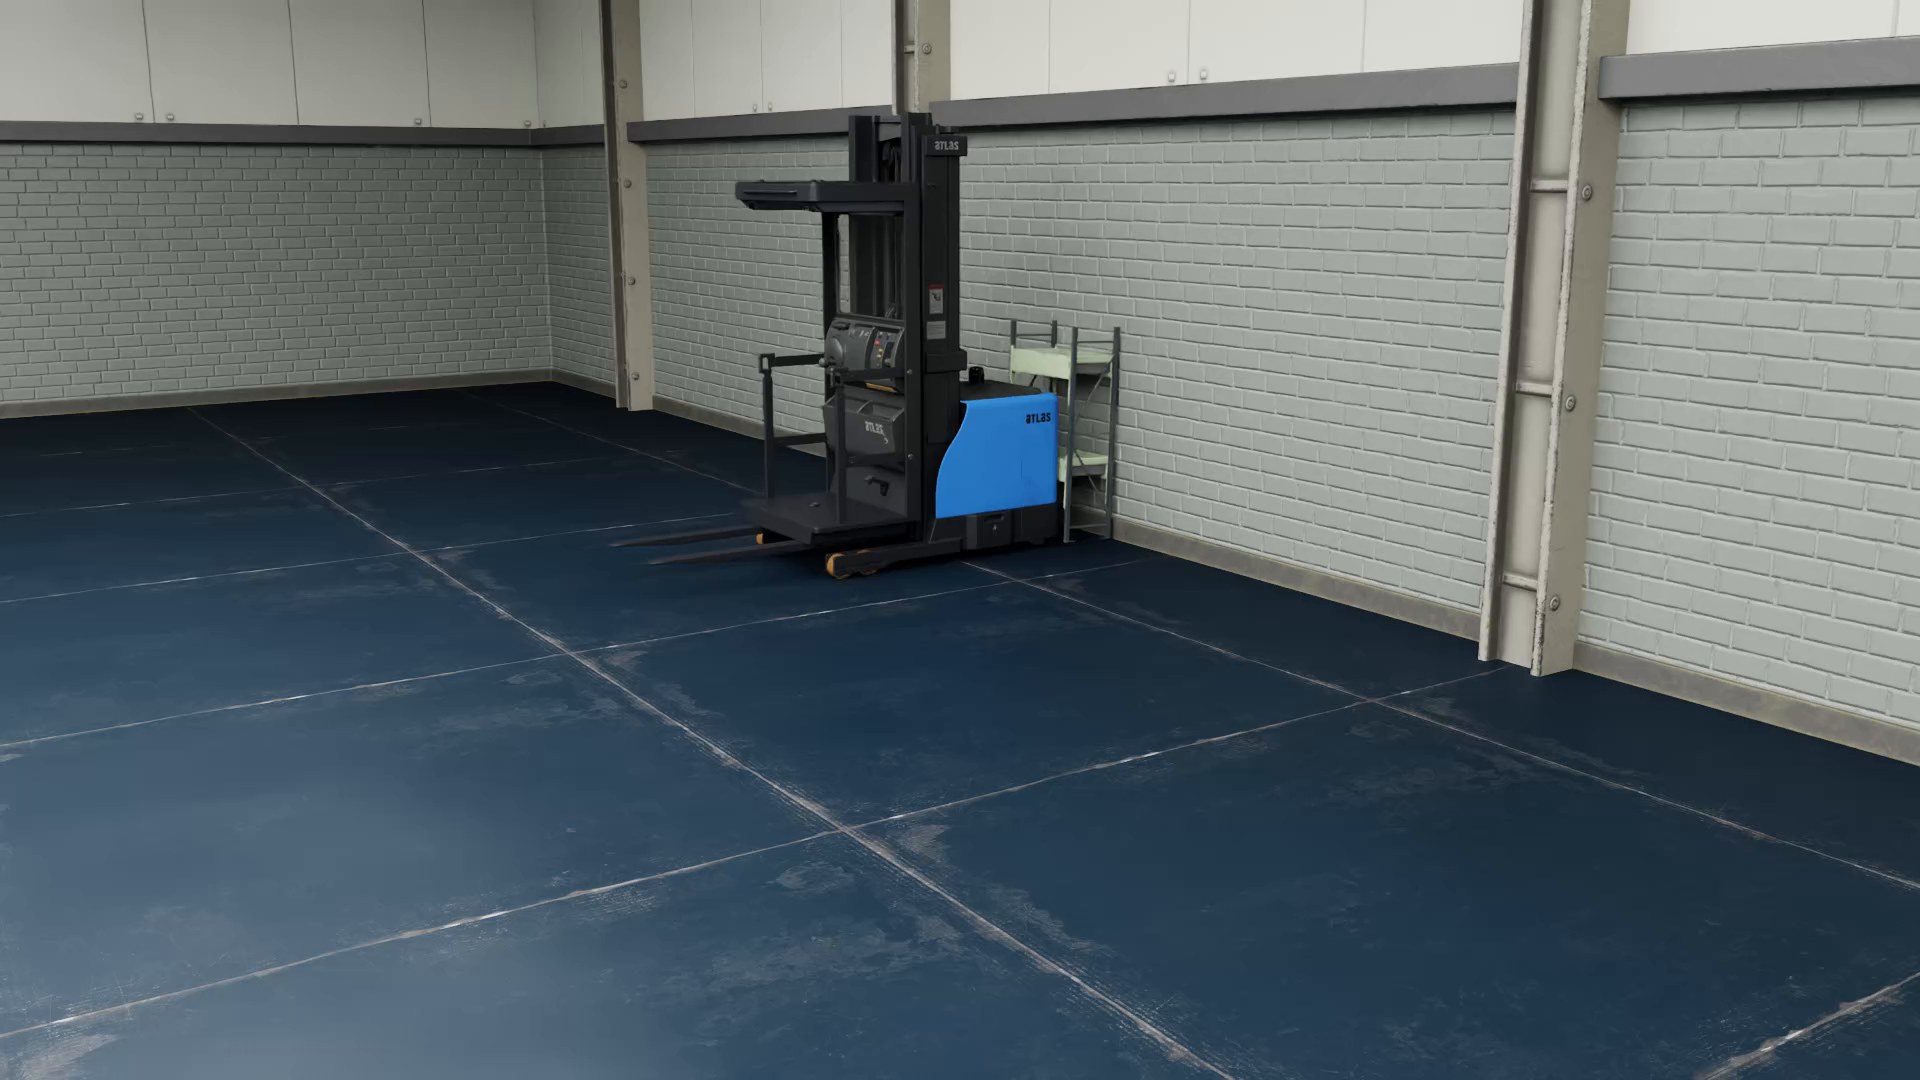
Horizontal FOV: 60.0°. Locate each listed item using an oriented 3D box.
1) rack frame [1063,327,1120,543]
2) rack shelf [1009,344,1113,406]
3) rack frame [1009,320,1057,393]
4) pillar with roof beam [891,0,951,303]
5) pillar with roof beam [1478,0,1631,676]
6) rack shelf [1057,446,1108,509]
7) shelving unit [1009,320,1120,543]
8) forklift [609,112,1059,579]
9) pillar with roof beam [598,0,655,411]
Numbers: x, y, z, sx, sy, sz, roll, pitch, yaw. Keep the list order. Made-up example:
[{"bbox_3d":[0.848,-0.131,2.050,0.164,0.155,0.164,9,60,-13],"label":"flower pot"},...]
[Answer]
[{"bbox_3d":[0.919,-0.735,11.617,0.400,1.500,0.023,-5,13,-33],"label":"rack frame"},{"bbox_3d":[0.731,-1.180,11.846,0.431,0.370,0.720,-5,13,-33],"label":"rack shelf"},{"bbox_3d":[0.520,-0.858,12.218,0.400,1.500,0.023,-5,13,-33],"label":"rack frame"},{"bbox_3d":[-3.889,-4.298,10.453,9.100,9.000,0.400,-8,15,-33],"label":"pillar with roof beam"},{"bbox_3d":[-0.565,-3.231,5.573,9.100,9.000,0.400,-8,15,-33],"label":"pillar with roof beam"},{"bbox_3d":[0.710,-0.476,11.977,0.431,0.370,0.720,-5,13,-33],"label":"rack shelf"},{"bbox_3d":[0.720,-0.796,11.918,0.431,1.500,0.755,-5,13,-33],"label":"shelving unit"},{"bbox_3d":[-0.814,-1.308,10.983,3.031,2.935,1.130,-8,15,-33],"label":"forklift"},{"bbox_3d":[-7.213,-5.365,15.333,9.100,9.000,0.400,-8,15,-33],"label":"pillar with roof beam"}]
